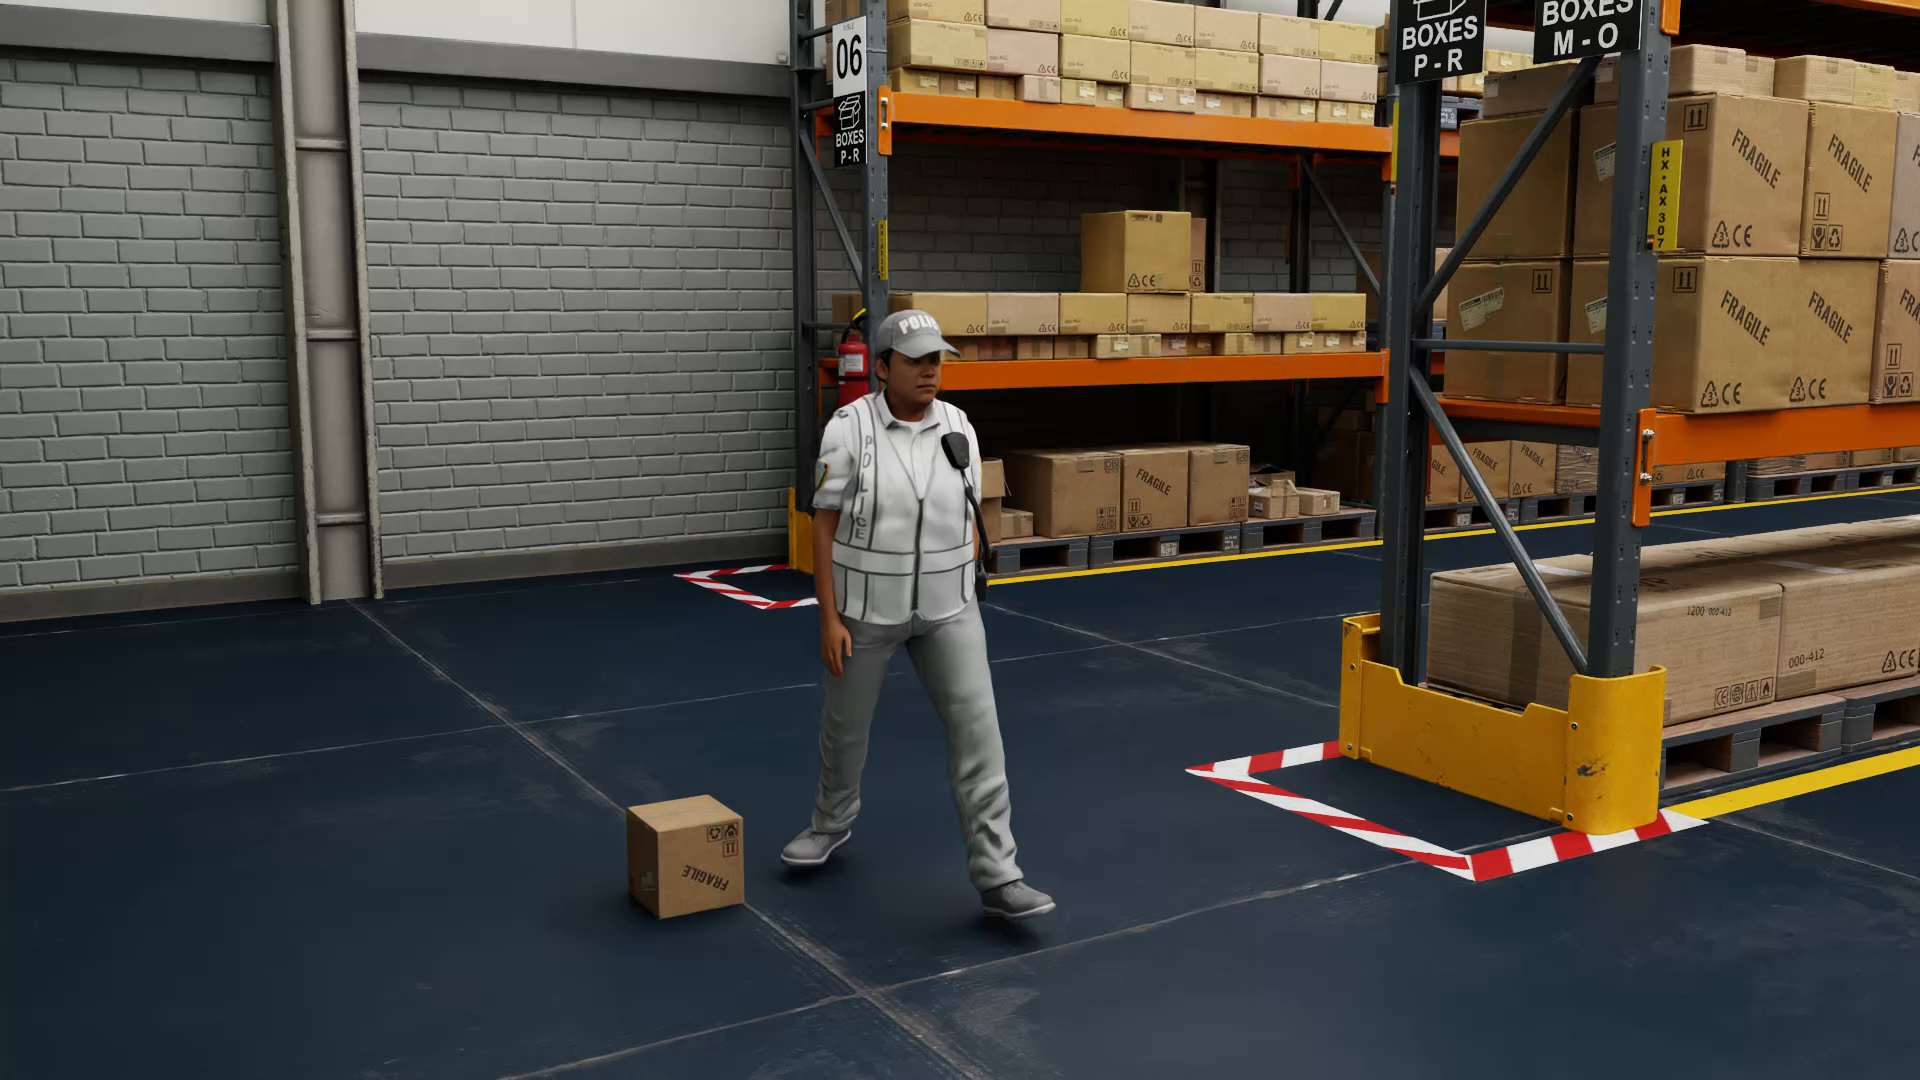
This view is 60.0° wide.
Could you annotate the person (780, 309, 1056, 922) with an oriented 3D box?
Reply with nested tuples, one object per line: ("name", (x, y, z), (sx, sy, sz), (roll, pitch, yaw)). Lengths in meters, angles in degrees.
("person", (-0.150, 0.190, 4.536), (0.633, 1.623, 0.892), (-2, 9, -14))
